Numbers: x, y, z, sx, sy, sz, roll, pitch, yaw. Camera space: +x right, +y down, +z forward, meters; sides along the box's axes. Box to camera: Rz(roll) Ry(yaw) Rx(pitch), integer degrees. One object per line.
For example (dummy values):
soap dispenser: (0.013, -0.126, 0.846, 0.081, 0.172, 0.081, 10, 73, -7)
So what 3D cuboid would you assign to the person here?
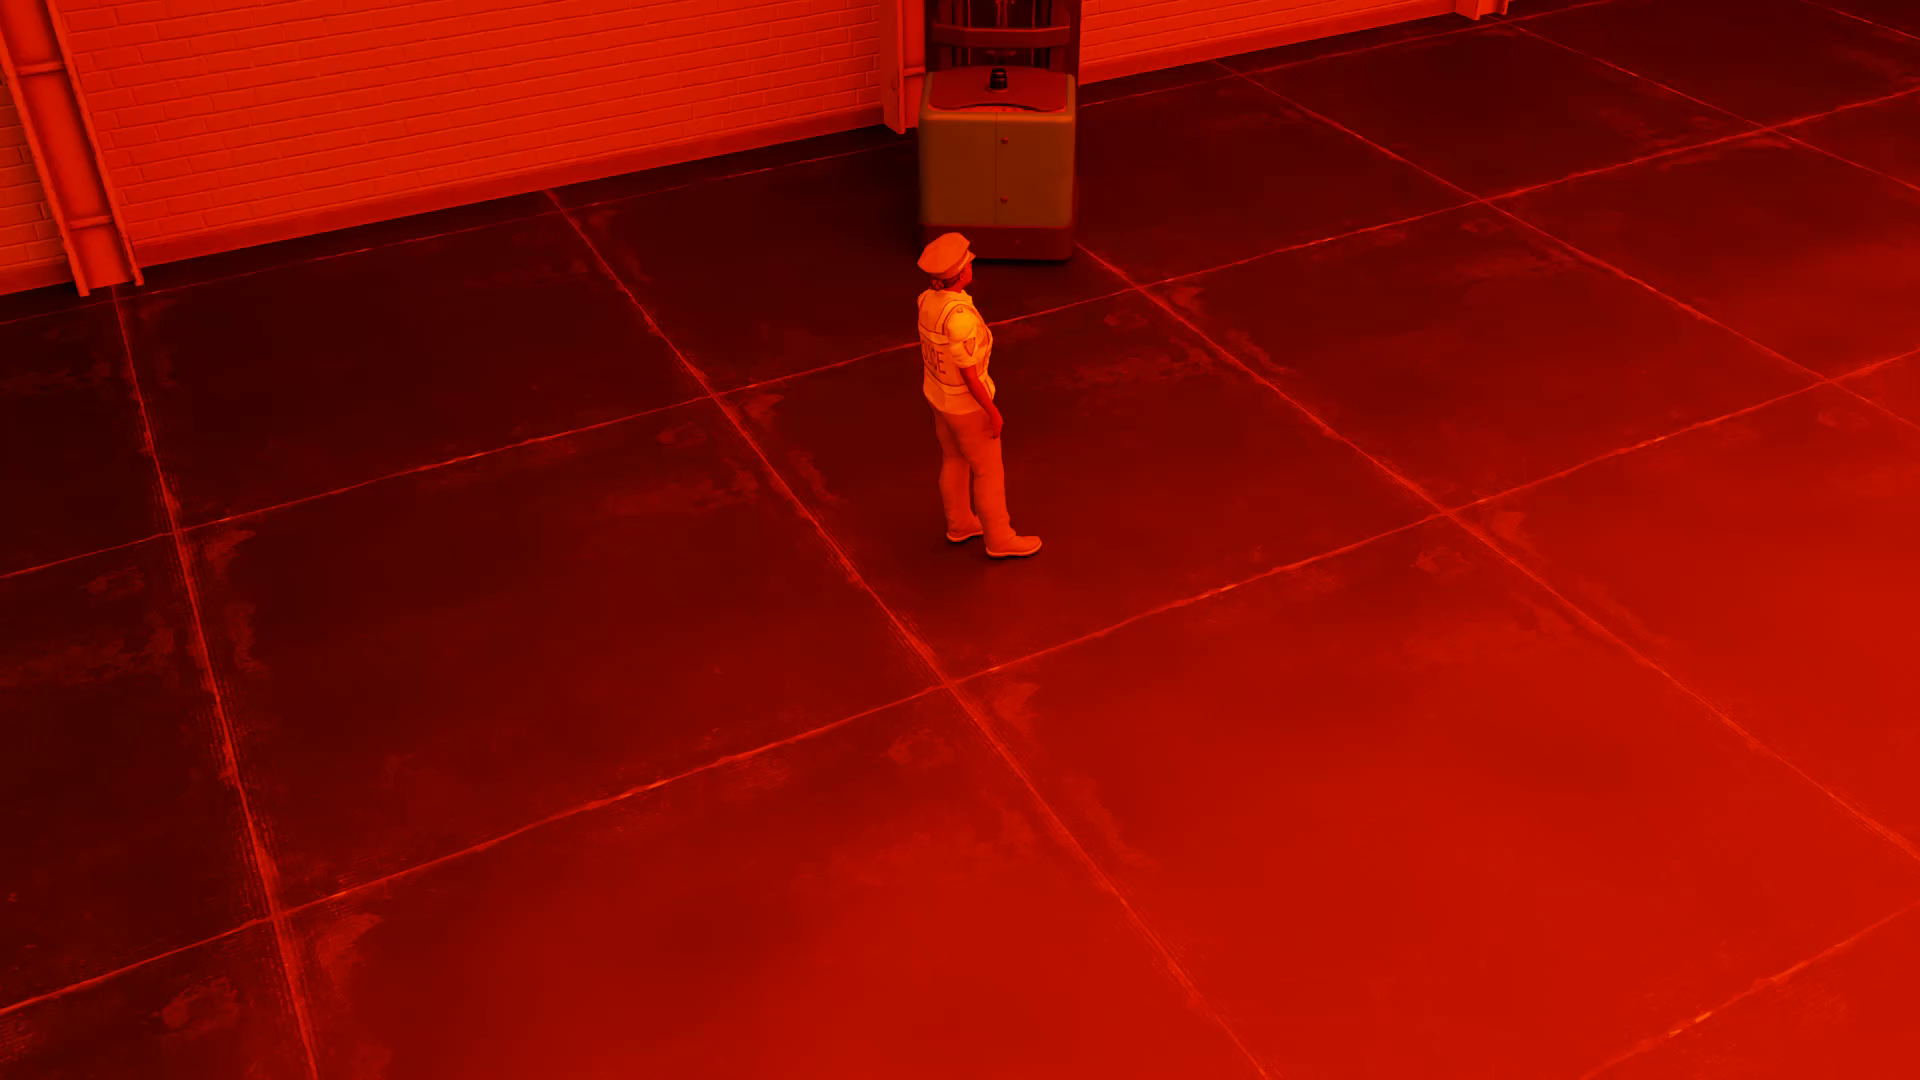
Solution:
person: (0.076, -0.708, 8.183, 0.528, 1.695, 0.569, -17, 39, -23)

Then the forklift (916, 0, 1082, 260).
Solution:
forklift: (0.310, -3.907, 11.650, 1.130, 2.935, 3.031, 2, 35, 2)
